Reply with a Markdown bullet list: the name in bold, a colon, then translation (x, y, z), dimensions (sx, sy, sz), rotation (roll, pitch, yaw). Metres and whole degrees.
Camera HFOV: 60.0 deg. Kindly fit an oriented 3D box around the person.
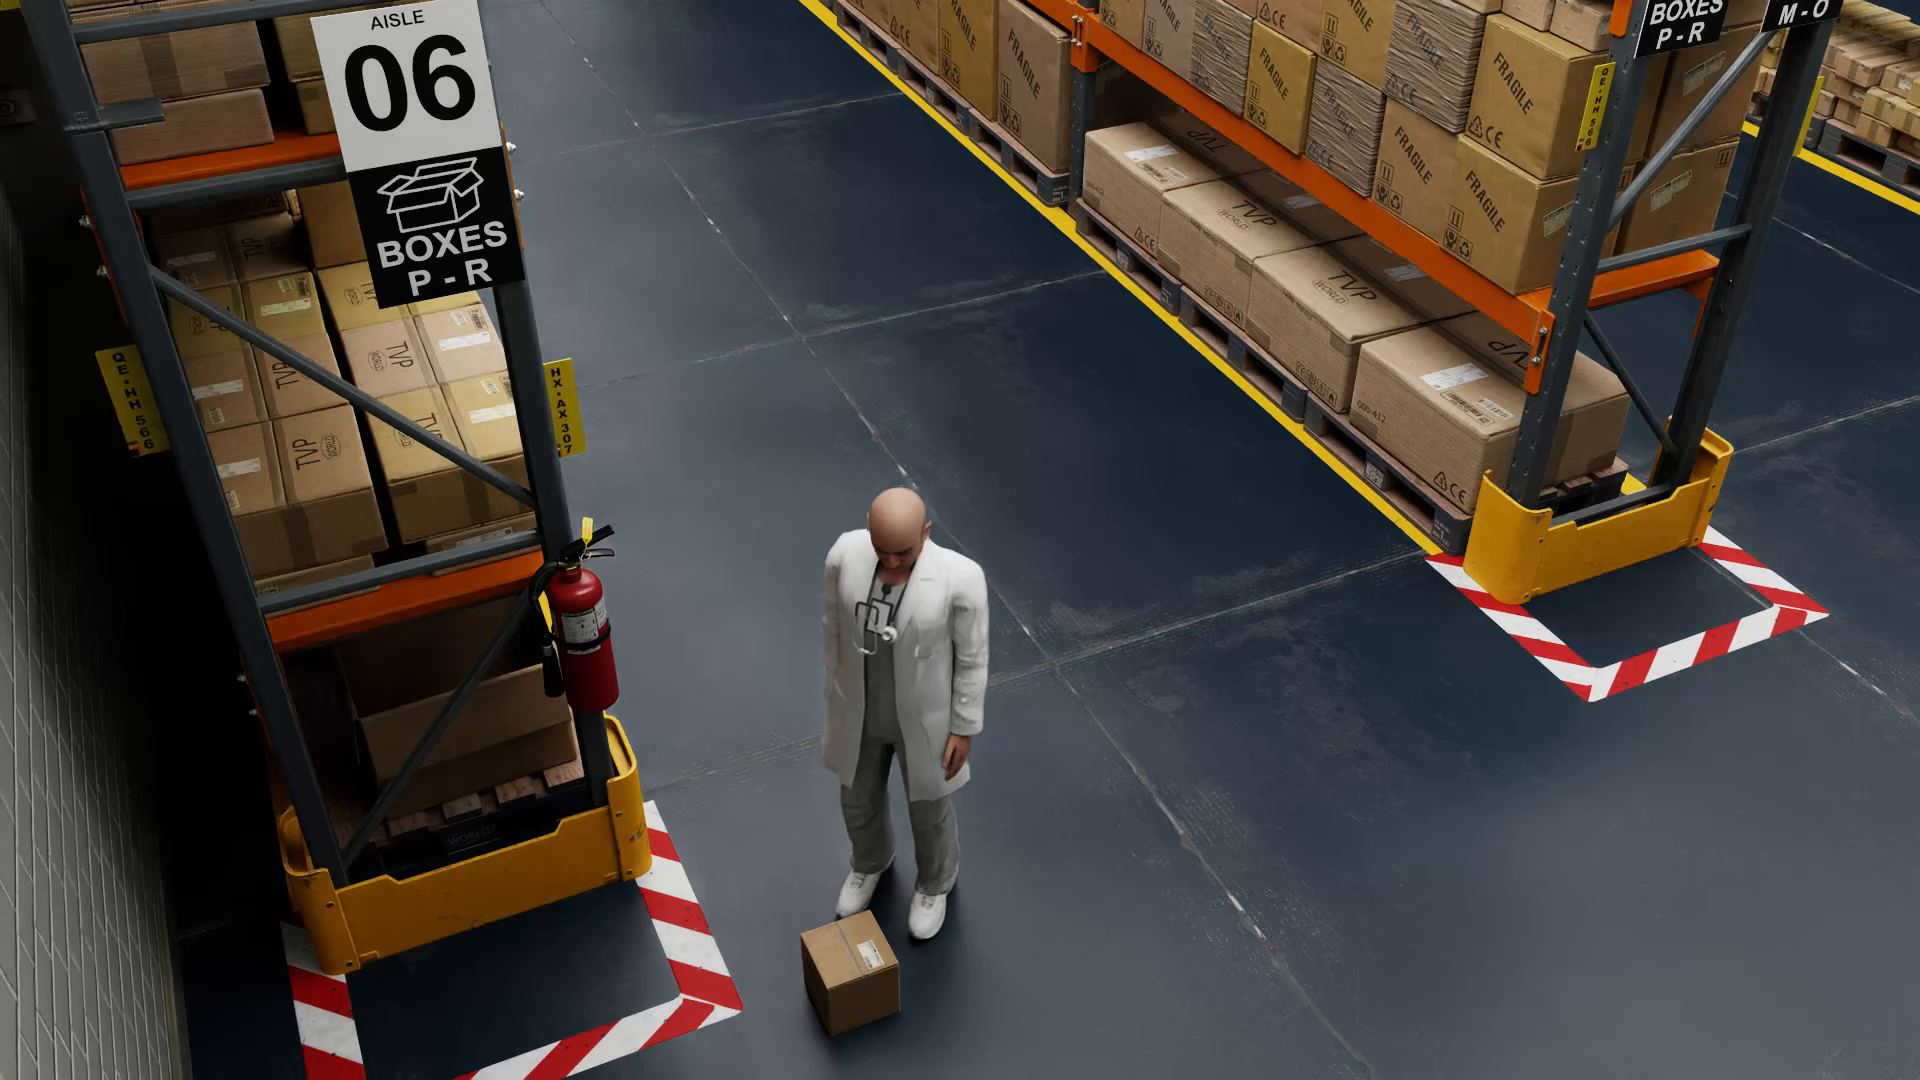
- **person**: translation (-0.188, 0.571, 5.412), dimensions (0.564, 1.772, 0.378), rotation (12, 39, 16)
